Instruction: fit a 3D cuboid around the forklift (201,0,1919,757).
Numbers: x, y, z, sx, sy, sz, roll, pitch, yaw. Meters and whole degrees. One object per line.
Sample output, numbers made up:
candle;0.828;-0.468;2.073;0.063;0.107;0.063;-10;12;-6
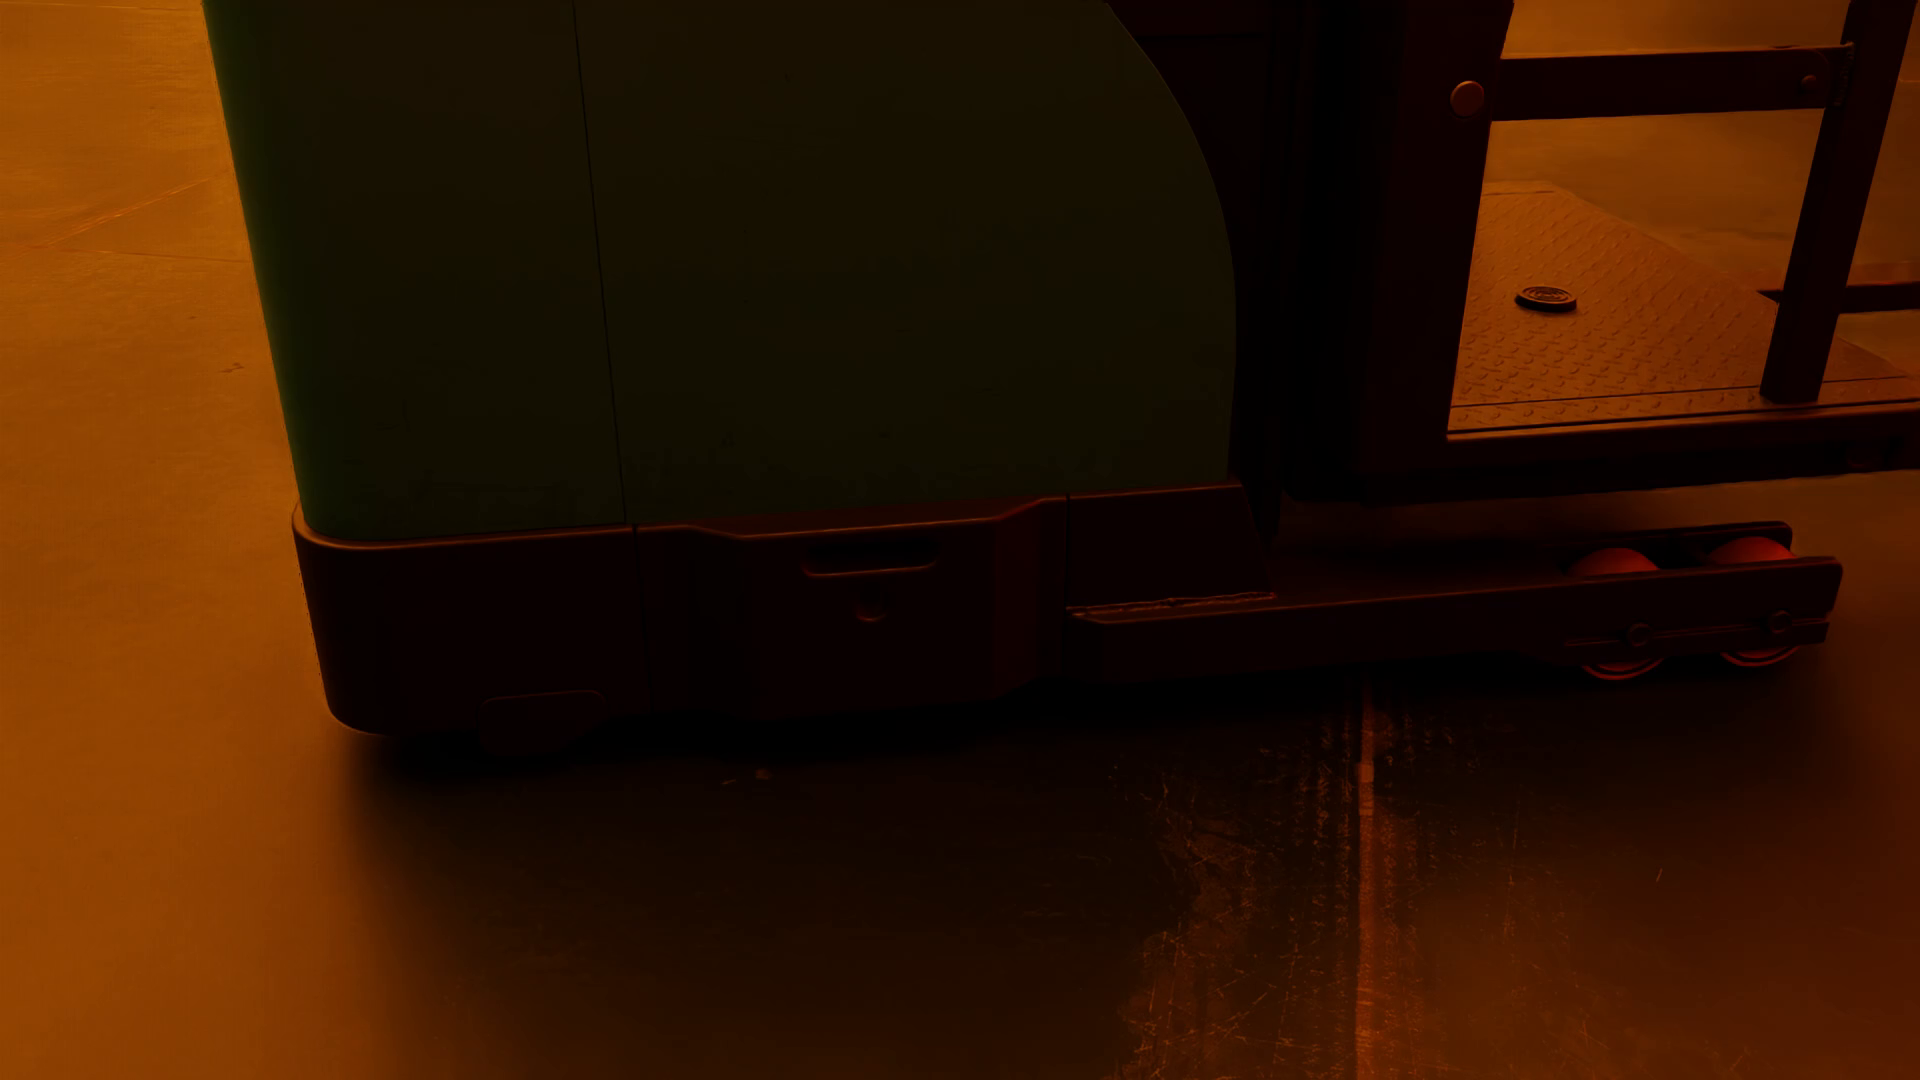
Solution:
forklift;0.674;-1.360;1.941;3.031;2.935;1.130;-4;27;-9
